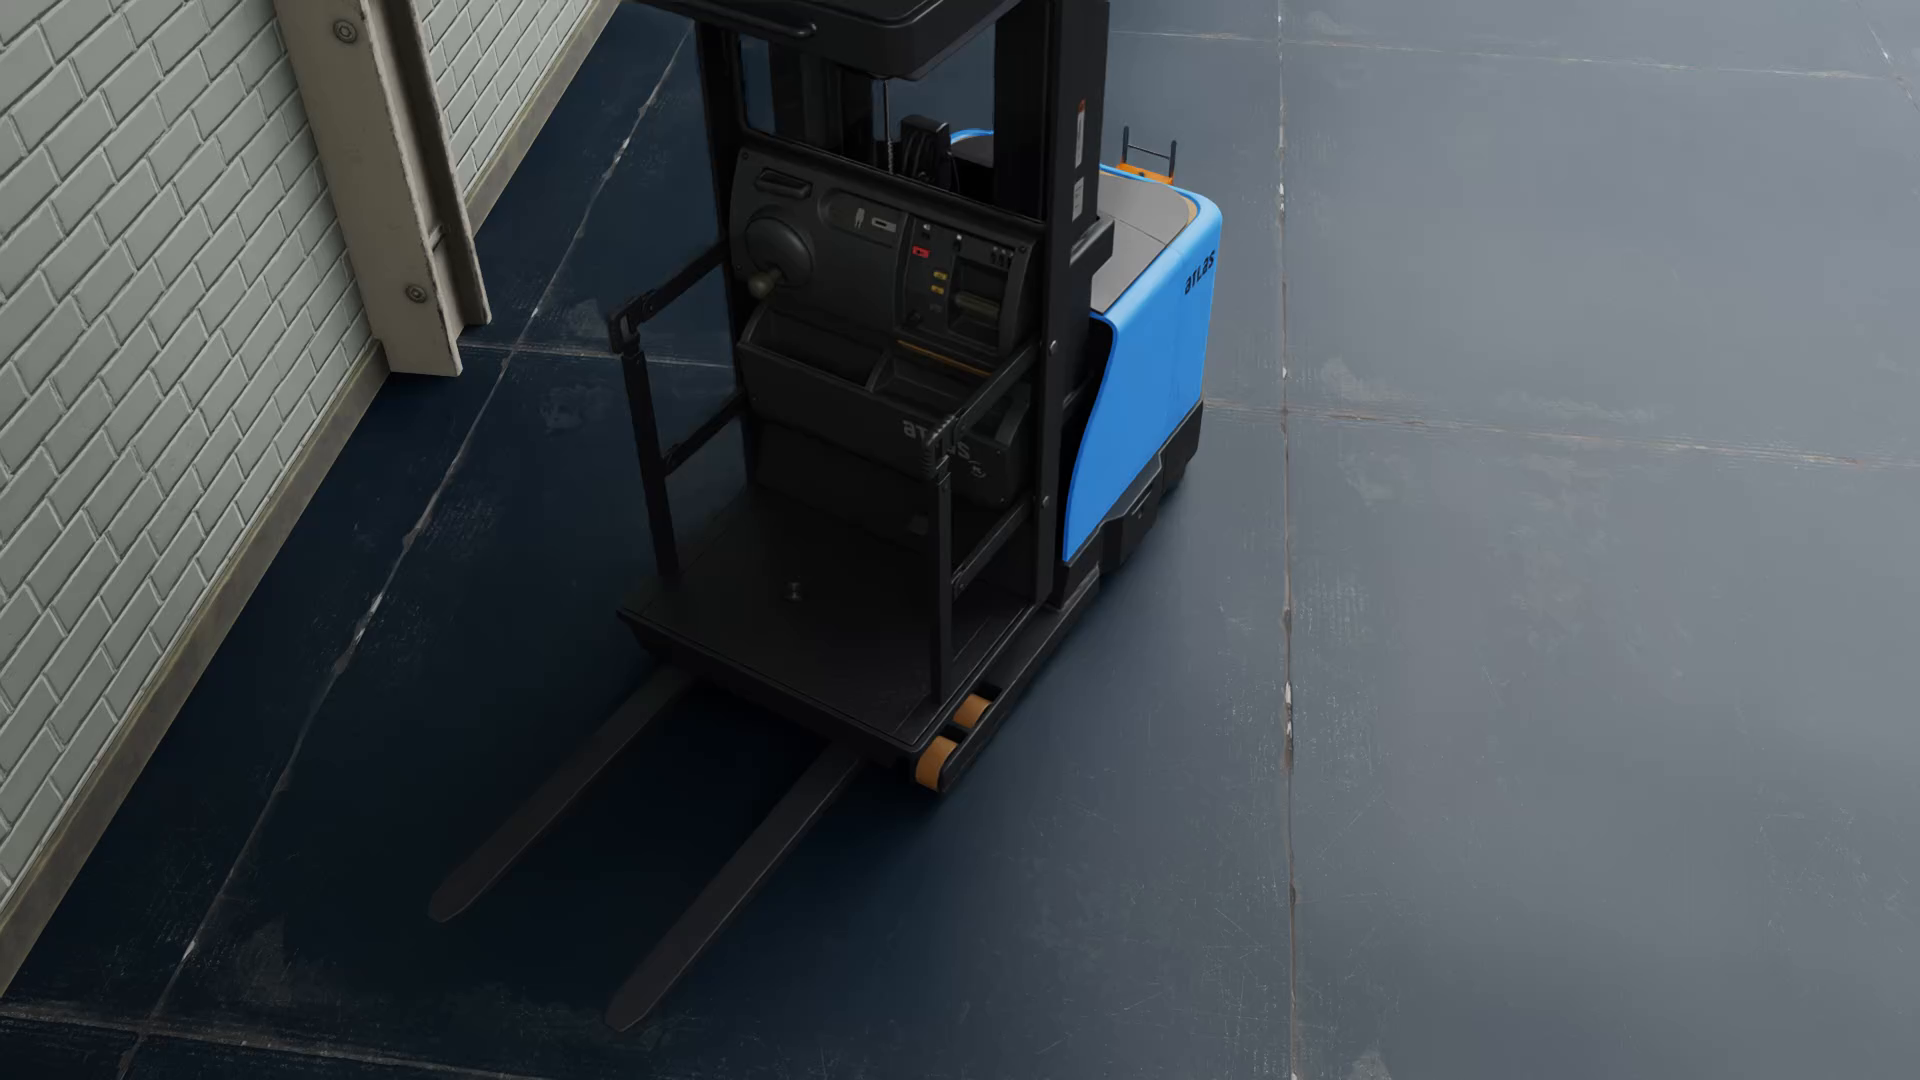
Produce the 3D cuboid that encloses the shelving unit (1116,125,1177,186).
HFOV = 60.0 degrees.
[{"bbox_3d":[0.589,-0.940,5.979,0.215,1.050,0.252,23,48,22],"label":"shelving unit"}]

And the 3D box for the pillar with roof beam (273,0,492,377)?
[{"bbox_3d":[2.204,-3.655,3.066,9.100,9.000,0.400,5,44,6],"label":"pillar with roof beam"}]

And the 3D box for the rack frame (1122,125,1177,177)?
[{"bbox_3d":[0.653,-1.011,6.055,0.200,1.050,0.008,23,48,22],"label":"rack frame"}]

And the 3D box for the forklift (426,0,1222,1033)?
[{"bbox_3d":[-0.338,-0.685,4.341,1.130,2.935,3.031,23,48,22],"label":"forklift"}]

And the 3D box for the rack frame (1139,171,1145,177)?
[{"bbox_3d":[0.526,-0.868,5.903,0.200,1.050,0.008,23,48,22],"label":"rack frame"}]

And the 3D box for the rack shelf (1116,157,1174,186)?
[{"bbox_3d":[0.589,-1.138,5.791,0.215,0.259,0.240,23,48,22],"label":"rack shelf"}]
